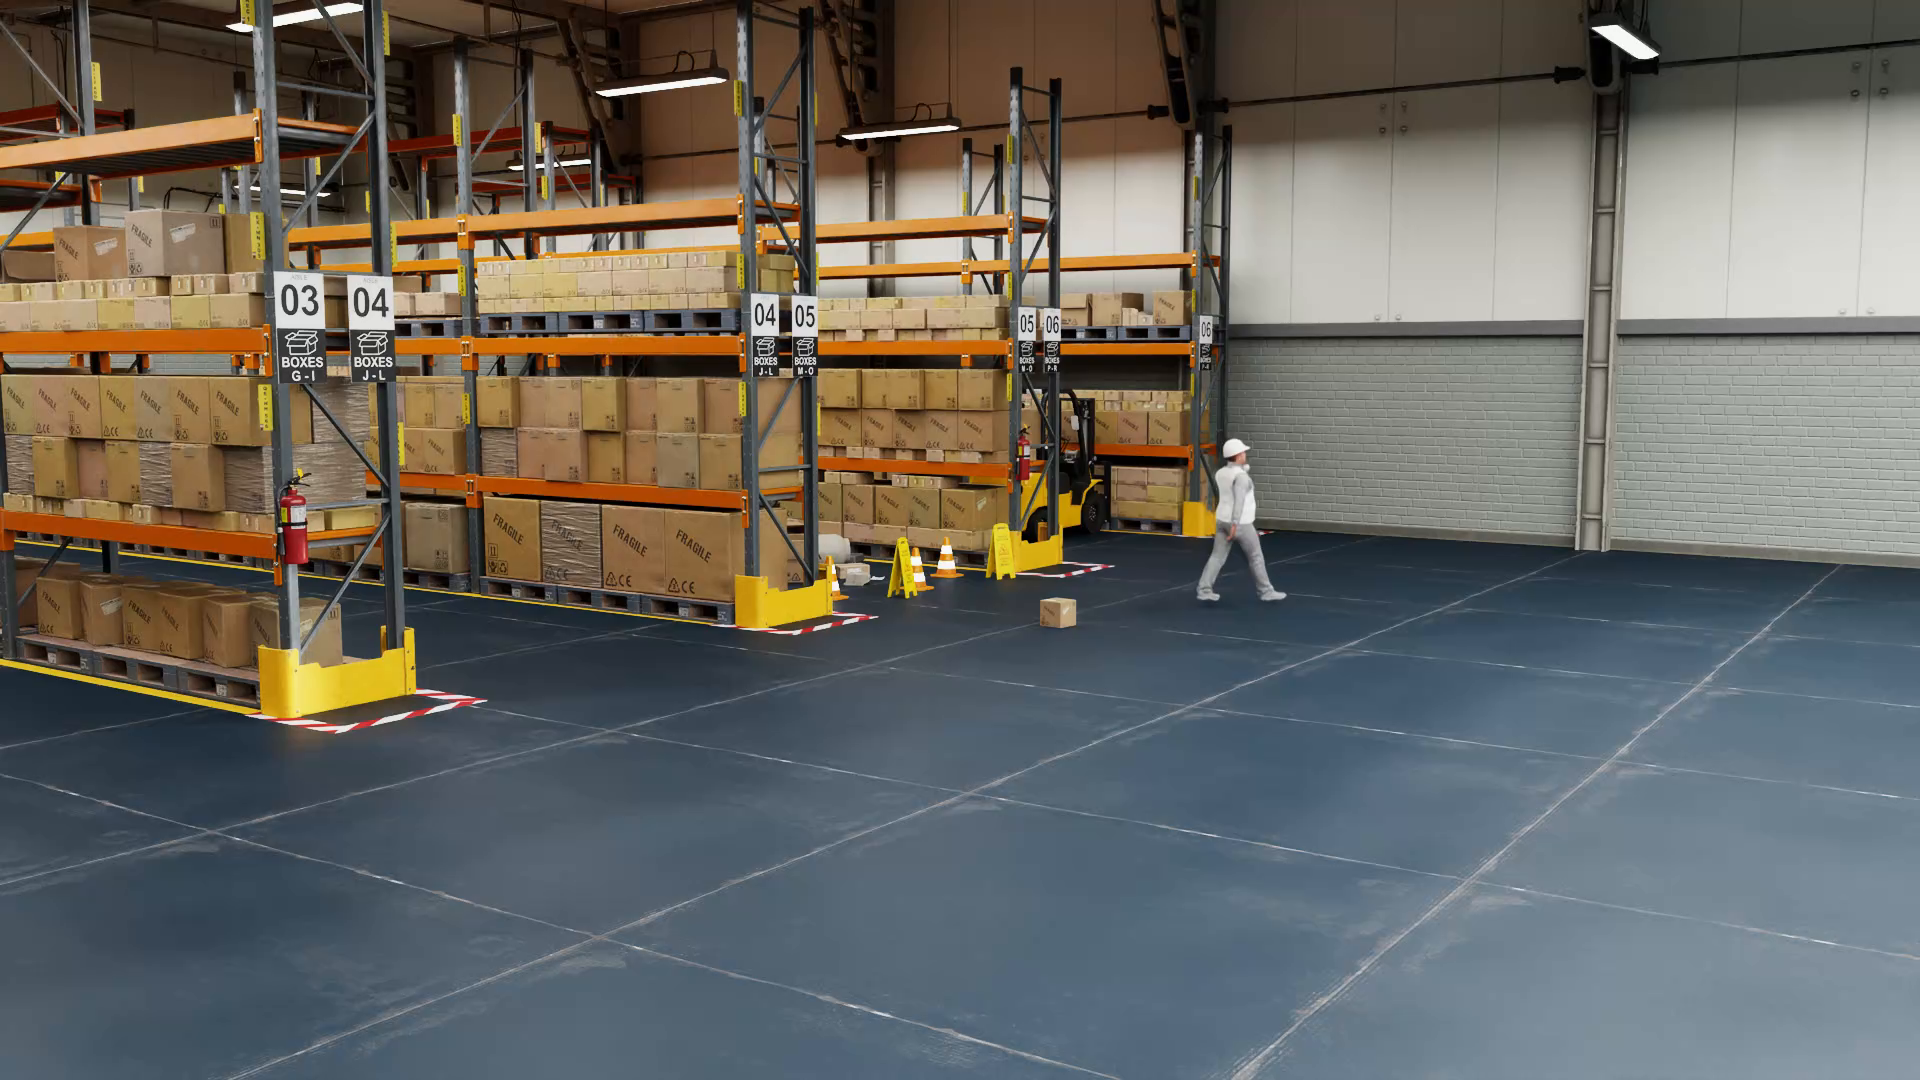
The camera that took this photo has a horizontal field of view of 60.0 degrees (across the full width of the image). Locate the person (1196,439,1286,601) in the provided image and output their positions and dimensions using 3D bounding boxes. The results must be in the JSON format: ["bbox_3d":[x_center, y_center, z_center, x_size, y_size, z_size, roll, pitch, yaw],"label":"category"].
[{"bbox_3d":[2.947,-0.209,17.518,1.038,1.716,0.532,-3,7,-28],"label":"person"}]
